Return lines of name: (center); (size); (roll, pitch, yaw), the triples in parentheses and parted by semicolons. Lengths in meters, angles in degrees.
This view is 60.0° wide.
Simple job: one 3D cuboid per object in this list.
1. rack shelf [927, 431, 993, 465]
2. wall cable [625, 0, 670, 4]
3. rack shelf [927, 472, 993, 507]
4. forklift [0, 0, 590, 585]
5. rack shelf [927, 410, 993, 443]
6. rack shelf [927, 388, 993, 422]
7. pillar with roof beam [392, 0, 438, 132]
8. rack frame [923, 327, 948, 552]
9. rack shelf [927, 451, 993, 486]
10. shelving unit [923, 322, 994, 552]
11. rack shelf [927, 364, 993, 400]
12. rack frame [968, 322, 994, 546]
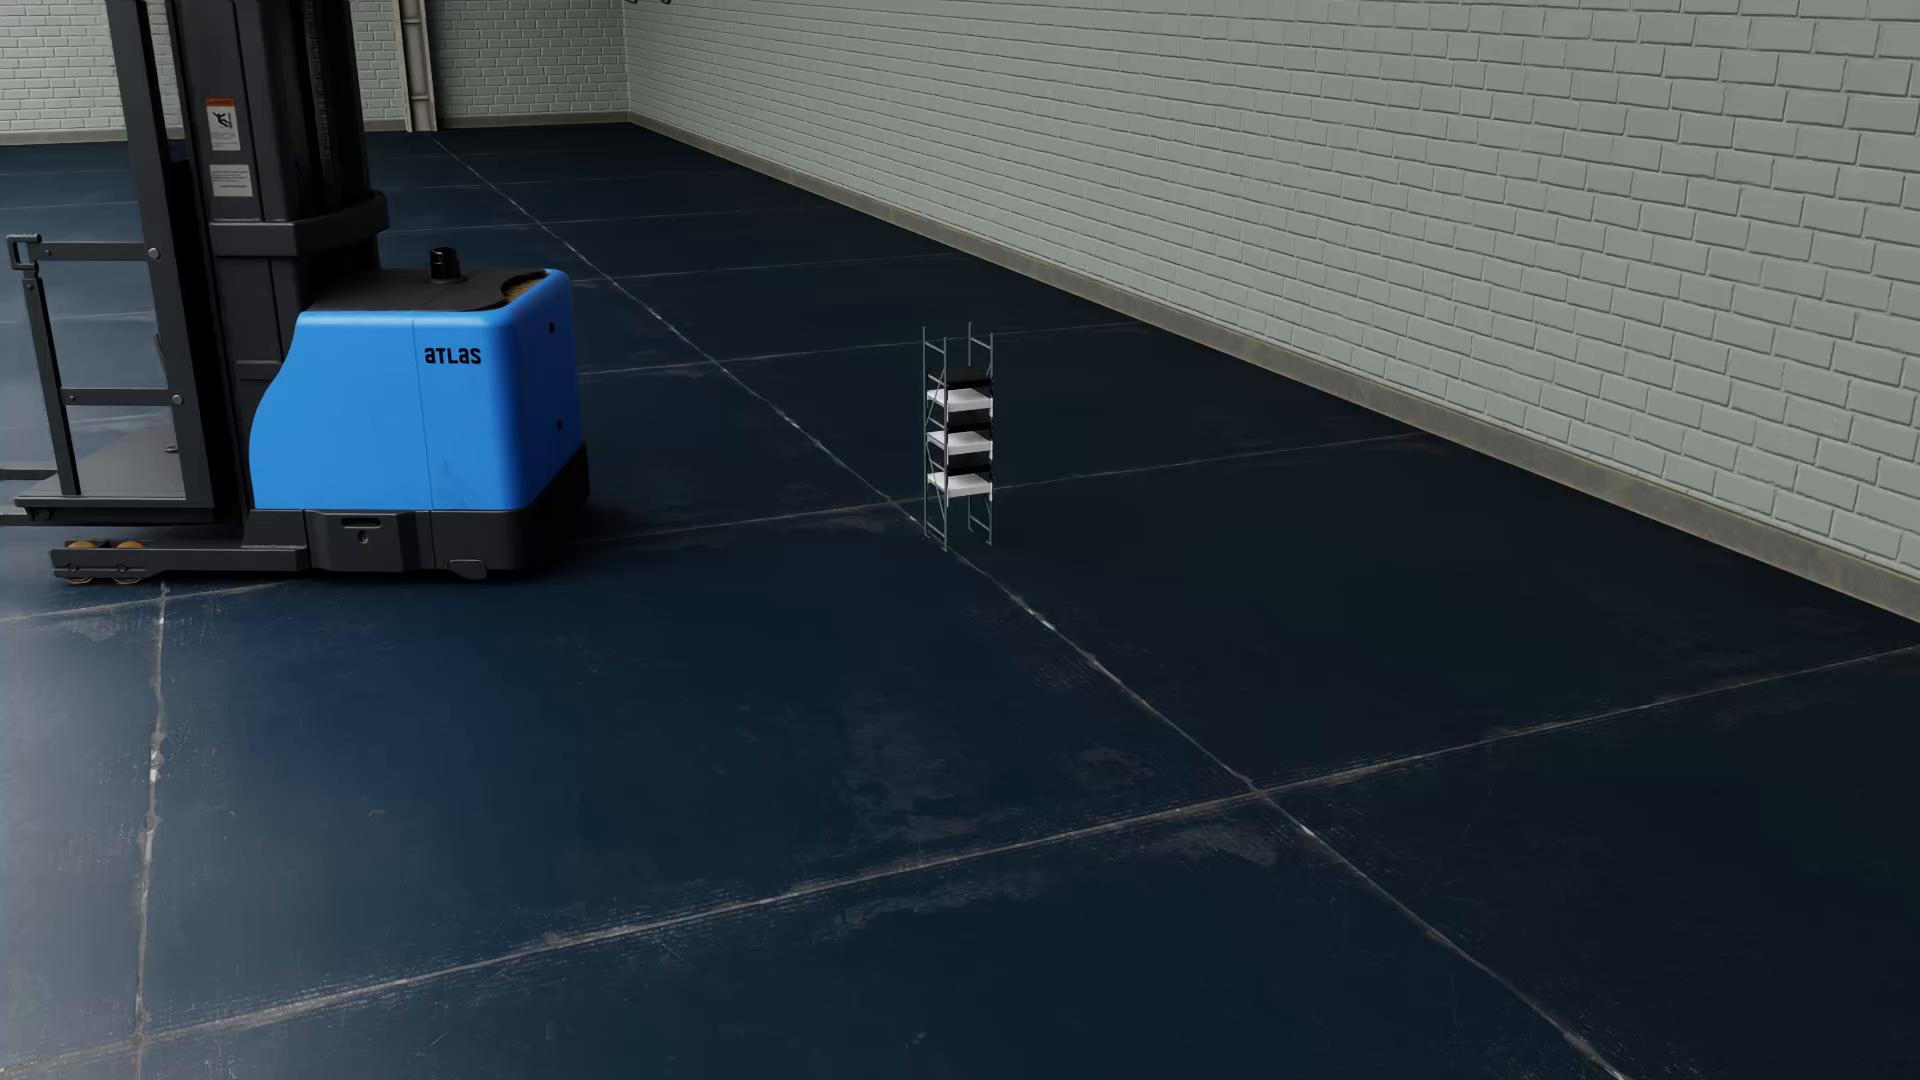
rack shelf: (-0.007, -0.392, 6.881); (0.200, 0.077, 0.258); (-8, 21, -22)
wall cable: (-4.334, -8.520, 22.346); (0.112, 2.526, 3.097); (-8, 21, -22)
rack shelf: (-0.007, -0.222, 6.940); (0.200, 0.077, 0.258); (-8, 21, -22)
forklift: (-3.164, -1.382, 6.534); (3.031, 2.935, 1.130); (0, 19, 1)
rack shelf: (-0.007, -0.477, 6.851); (0.200, 0.077, 0.258); (-8, 21, -22)
rack shelf: (-0.007, -0.562, 6.821); (0.200, 0.077, 0.258); (-8, 21, -22)
pillar with roof beam: (-5.858, -8.688, 18.147); (0.400, 9.000, 9.100); (-8, 21, -22)
rack frame: (-0.101, -0.410, 6.832); (0.006, 0.900, 0.240); (-8, 21, -22)
rack shelf: (-0.007, -0.307, 6.911); (0.200, 0.077, 0.258); (-8, 21, -22)
shelving unit: (-0.007, -0.423, 6.870); (0.210, 0.900, 0.258); (-8, 21, -22)
rack shelf: (-0.007, -0.647, 6.791); (0.200, 0.077, 0.258); (-8, 21, -22)
rack frame: (0.086, -0.437, 6.908); (0.006, 0.900, 0.240); (-8, 21, -22)
